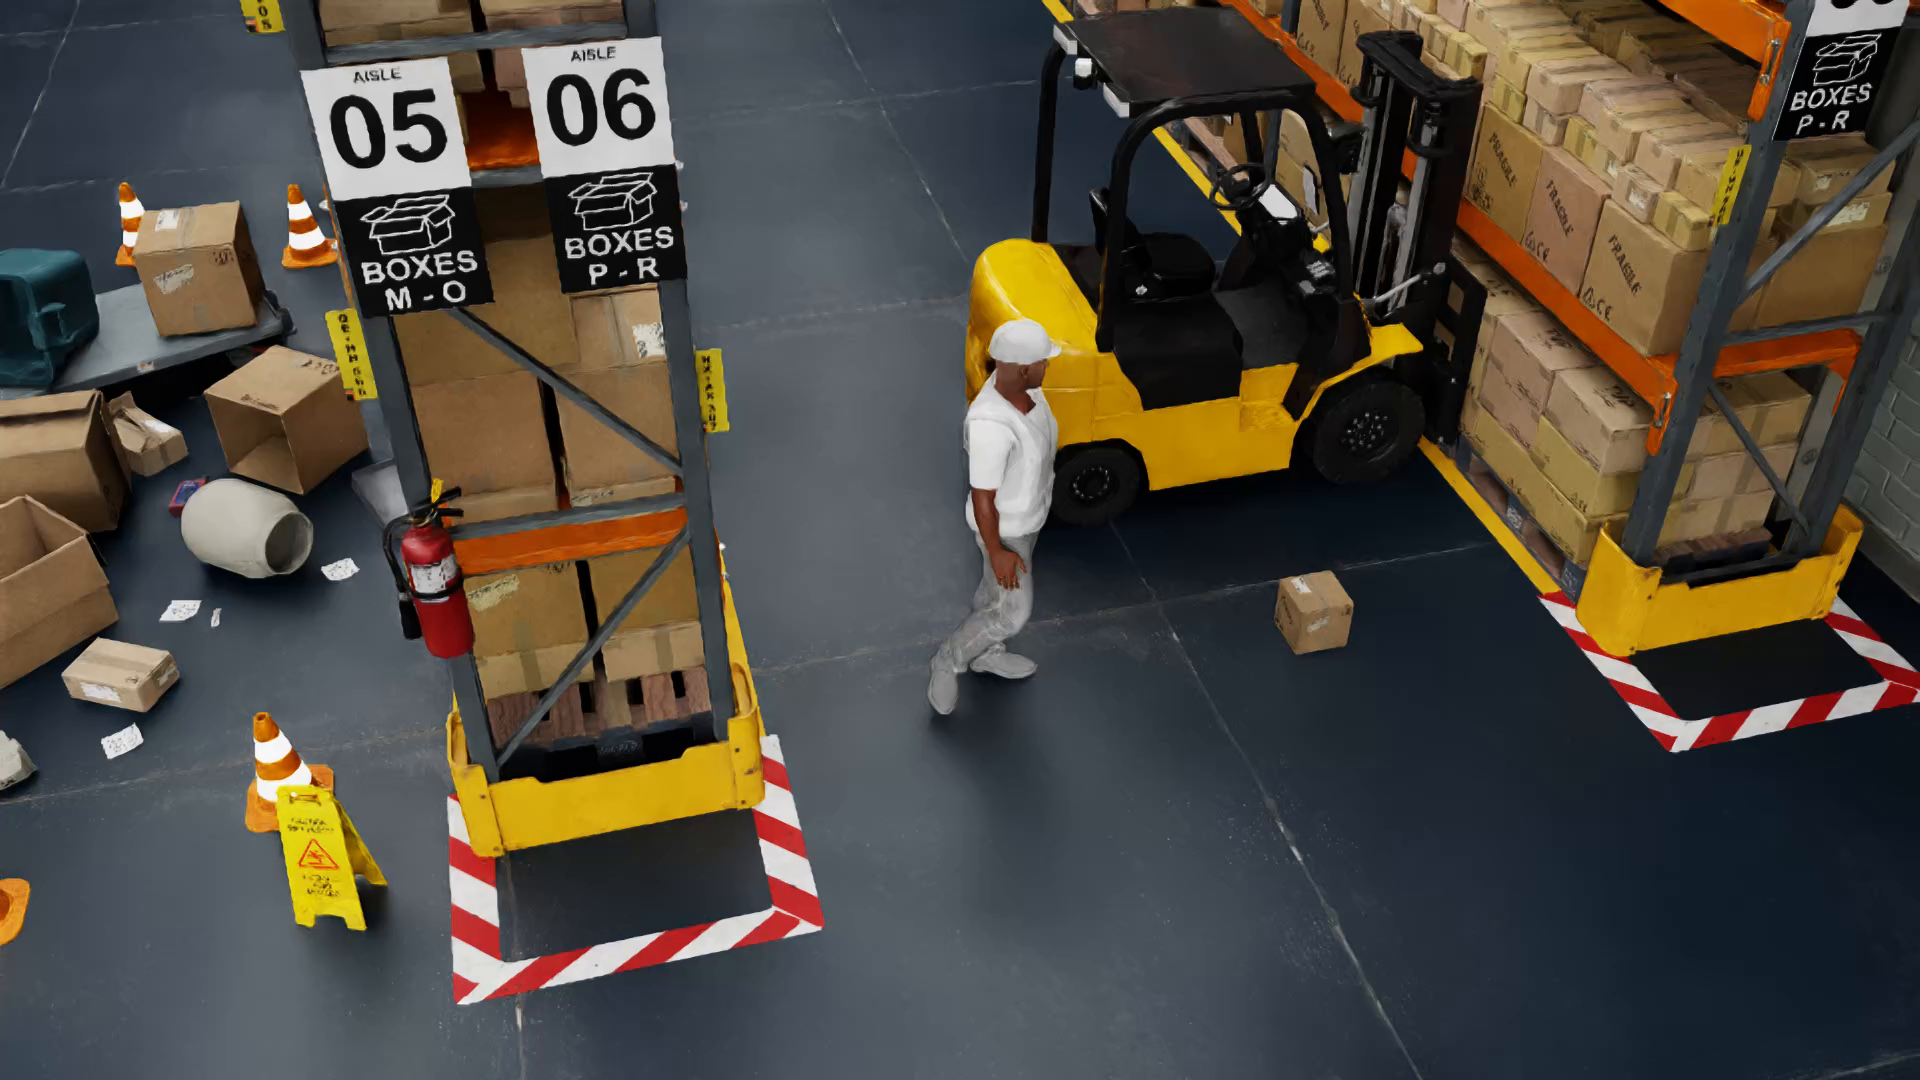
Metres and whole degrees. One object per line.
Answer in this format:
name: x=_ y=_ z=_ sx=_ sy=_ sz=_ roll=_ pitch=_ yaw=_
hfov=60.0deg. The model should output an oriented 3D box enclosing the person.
person: x=0.133 y=-0.091 z=6.782 sx=0.451 sy=1.762 sz=0.730 roll=13 pitch=40 yaw=16
